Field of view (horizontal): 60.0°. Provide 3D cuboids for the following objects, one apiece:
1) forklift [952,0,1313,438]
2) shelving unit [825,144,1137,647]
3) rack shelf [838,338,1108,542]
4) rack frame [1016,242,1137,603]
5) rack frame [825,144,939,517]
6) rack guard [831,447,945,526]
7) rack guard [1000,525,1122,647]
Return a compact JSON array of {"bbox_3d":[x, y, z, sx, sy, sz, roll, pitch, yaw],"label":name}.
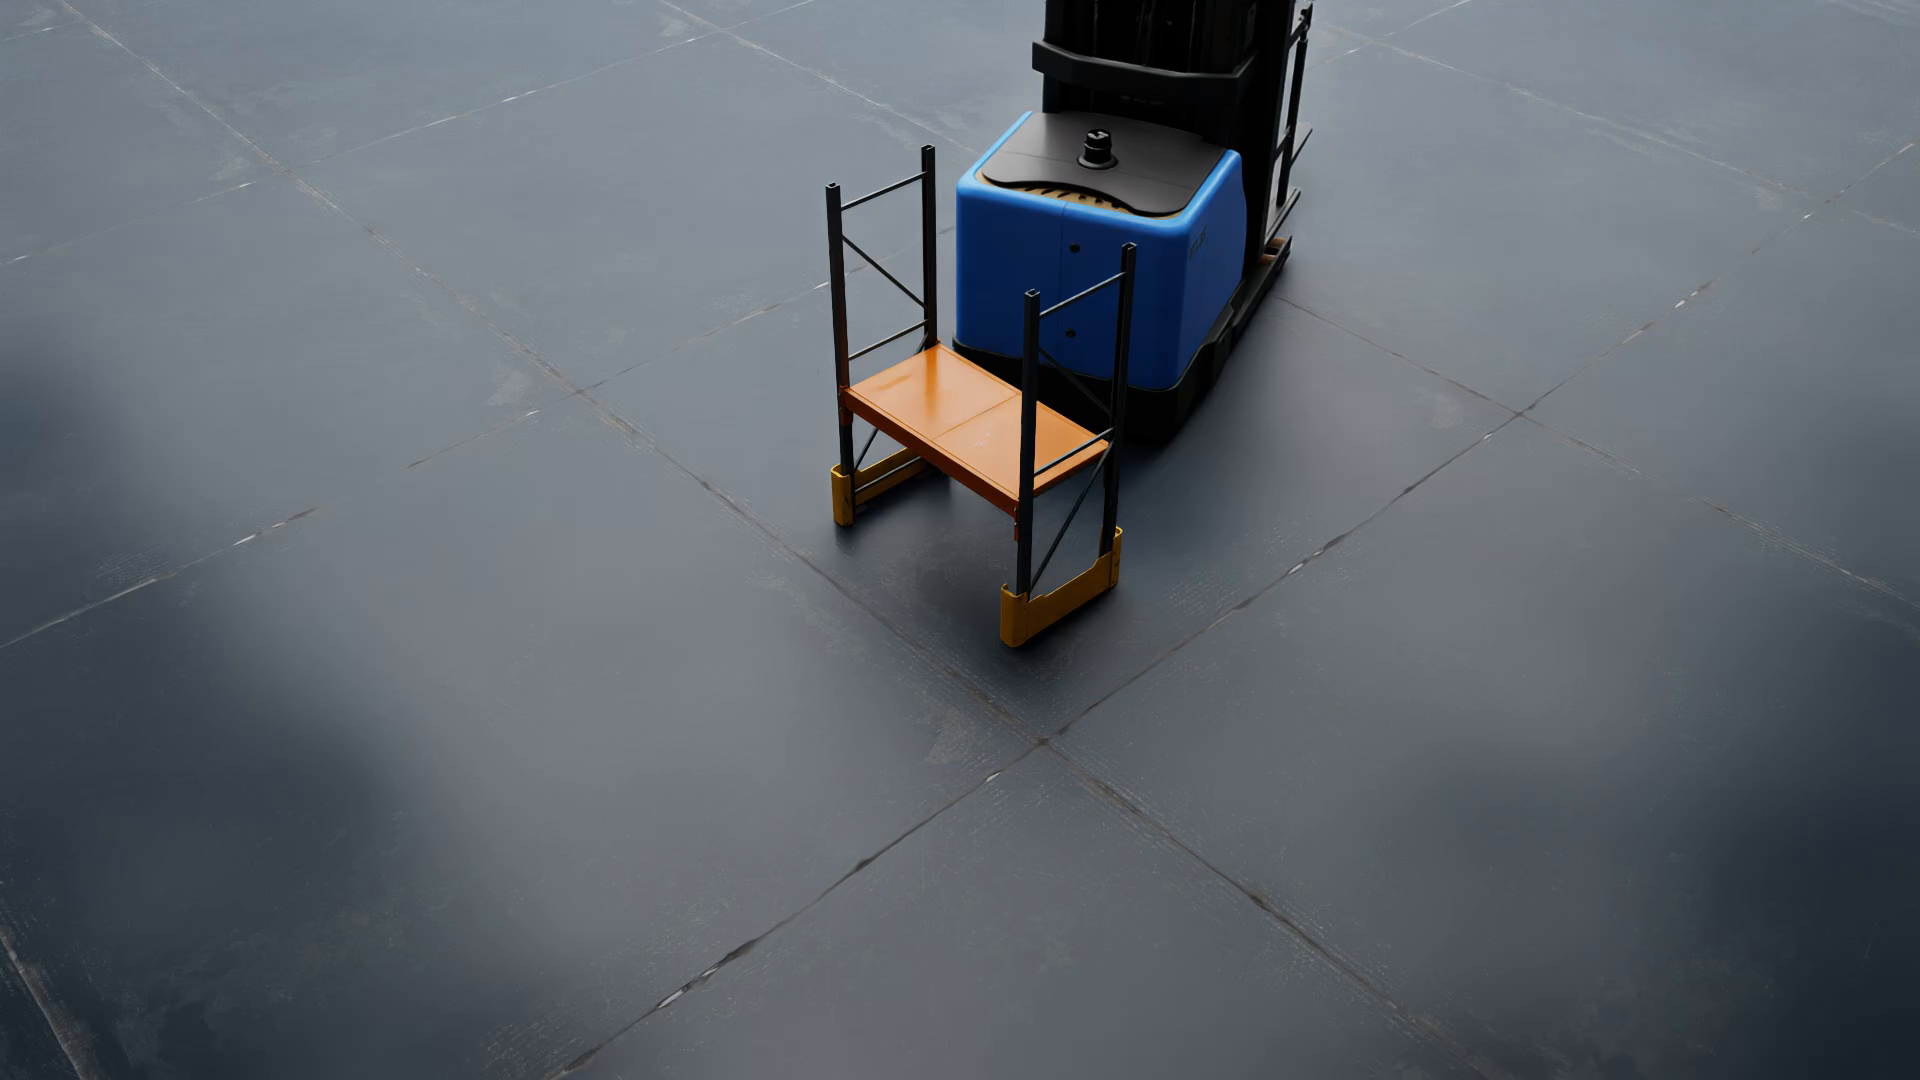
[{"bbox_3d":[1.033,-2.505,7.519,1.130,2.935,3.031,16,42,19],"label":"forklift"},{"bbox_3d":[0.052,-0.548,6.235,0.587,1.500,1.083,-30,48,-32],"label":"shelving unit"},{"bbox_3d":[0.058,-0.404,6.343,0.538,0.185,1.000,-30,48,-32],"label":"rack shelf"},{"bbox_3d":[0.402,-0.309,5.939,0.500,1.500,0.032,-30,48,-32],"label":"rack frame"},{"bbox_3d":[-0.286,-0.779,6.521,0.500,1.500,0.032,-30,48,-32],"label":"rack frame"},{"bbox_3d":[-0.285,-0.292,6.913,0.587,0.250,0.087,-30,48,-32],"label":"rack guard"},{"bbox_3d":[0.388,0.169,6.342,0.587,0.250,0.087,-30,48,-32],"label":"rack guard"}]
